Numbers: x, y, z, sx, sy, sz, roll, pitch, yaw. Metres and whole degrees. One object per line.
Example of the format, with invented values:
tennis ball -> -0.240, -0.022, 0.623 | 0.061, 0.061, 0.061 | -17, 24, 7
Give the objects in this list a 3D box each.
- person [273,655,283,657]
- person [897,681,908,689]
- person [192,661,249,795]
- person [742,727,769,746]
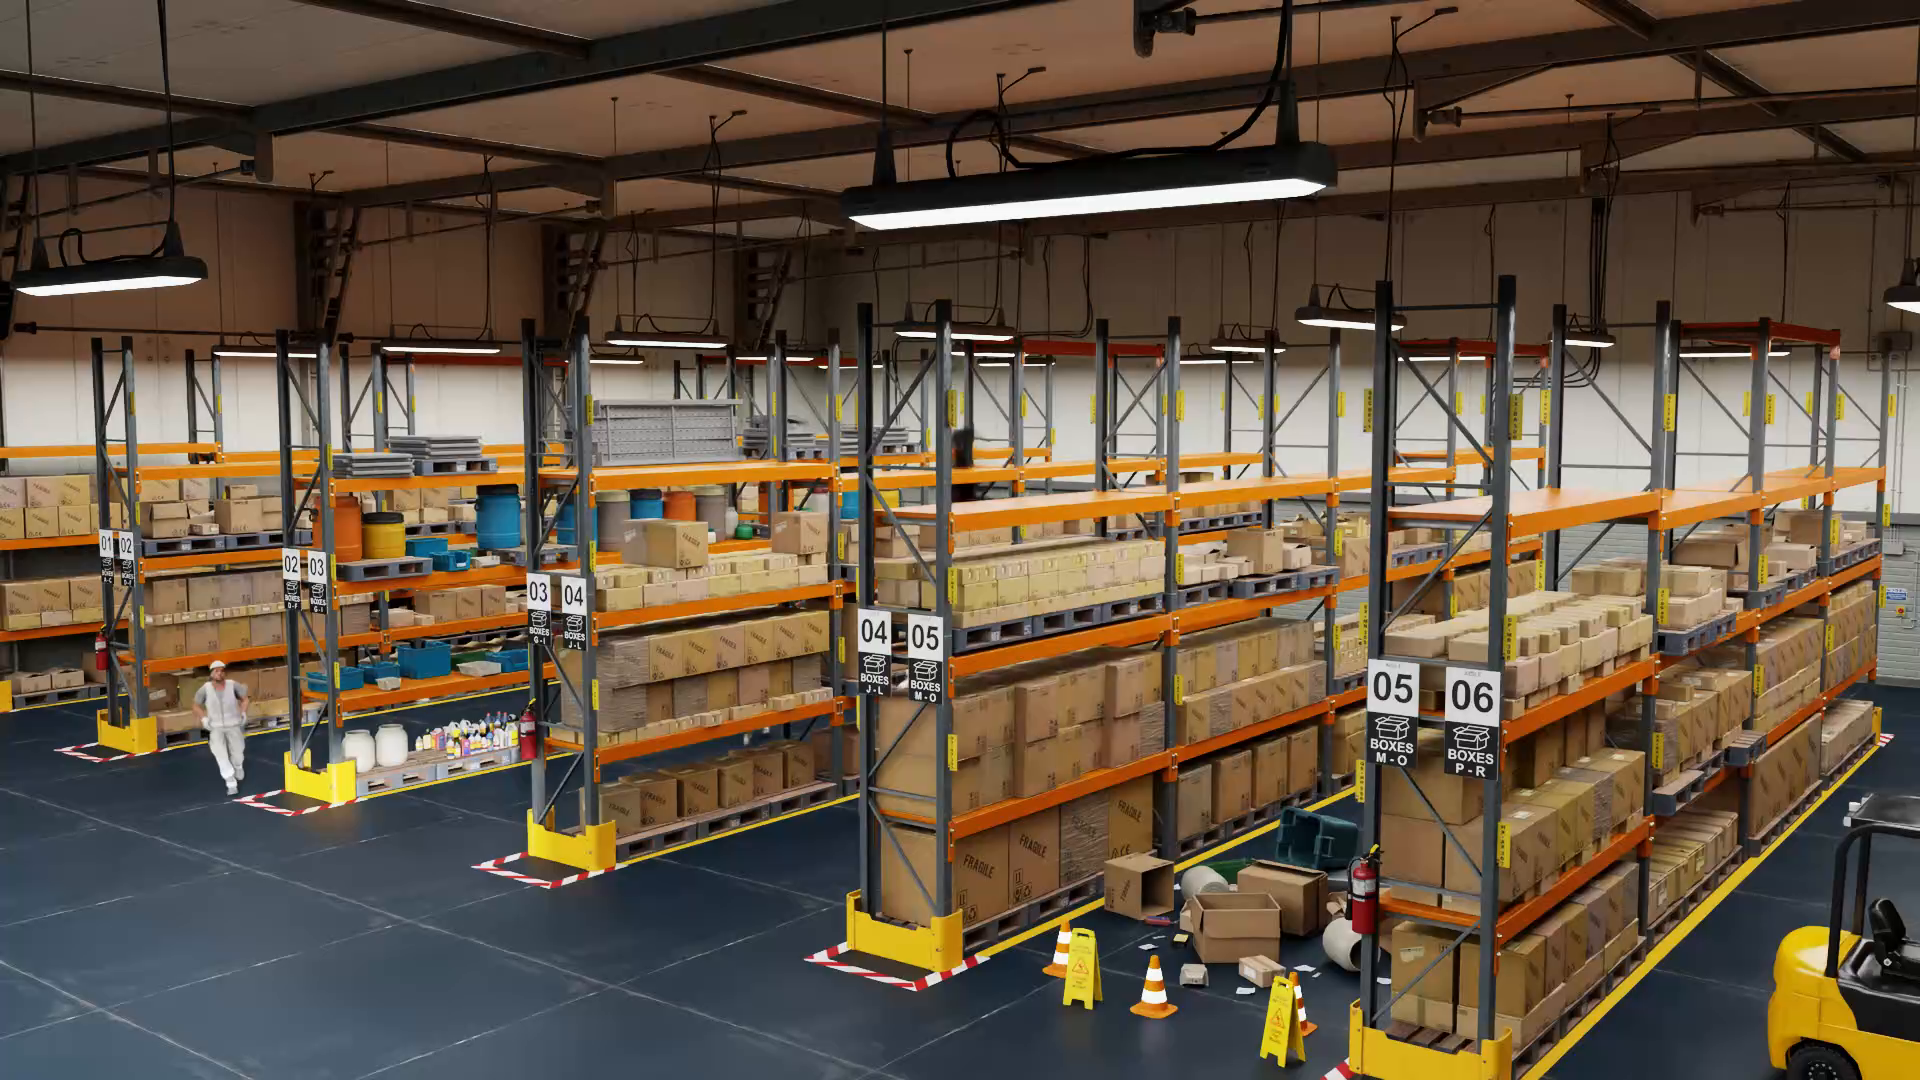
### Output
person -> -11.339, 1.972, 28.139 | 0.662, 1.540, 0.801 | 1, 5, 11
person -> -0.624, 2.549, 20.464 | 0.661, 1.728, 0.802 | -1, 5, -8
person -> -9.597, 2.416, 21.615 | 0.674, 1.741, 0.665 | -2, 5, -25
person -> -3.104, 2.272, 24.858 | 0.585, 1.546, 0.907 | 2, 5, 17
